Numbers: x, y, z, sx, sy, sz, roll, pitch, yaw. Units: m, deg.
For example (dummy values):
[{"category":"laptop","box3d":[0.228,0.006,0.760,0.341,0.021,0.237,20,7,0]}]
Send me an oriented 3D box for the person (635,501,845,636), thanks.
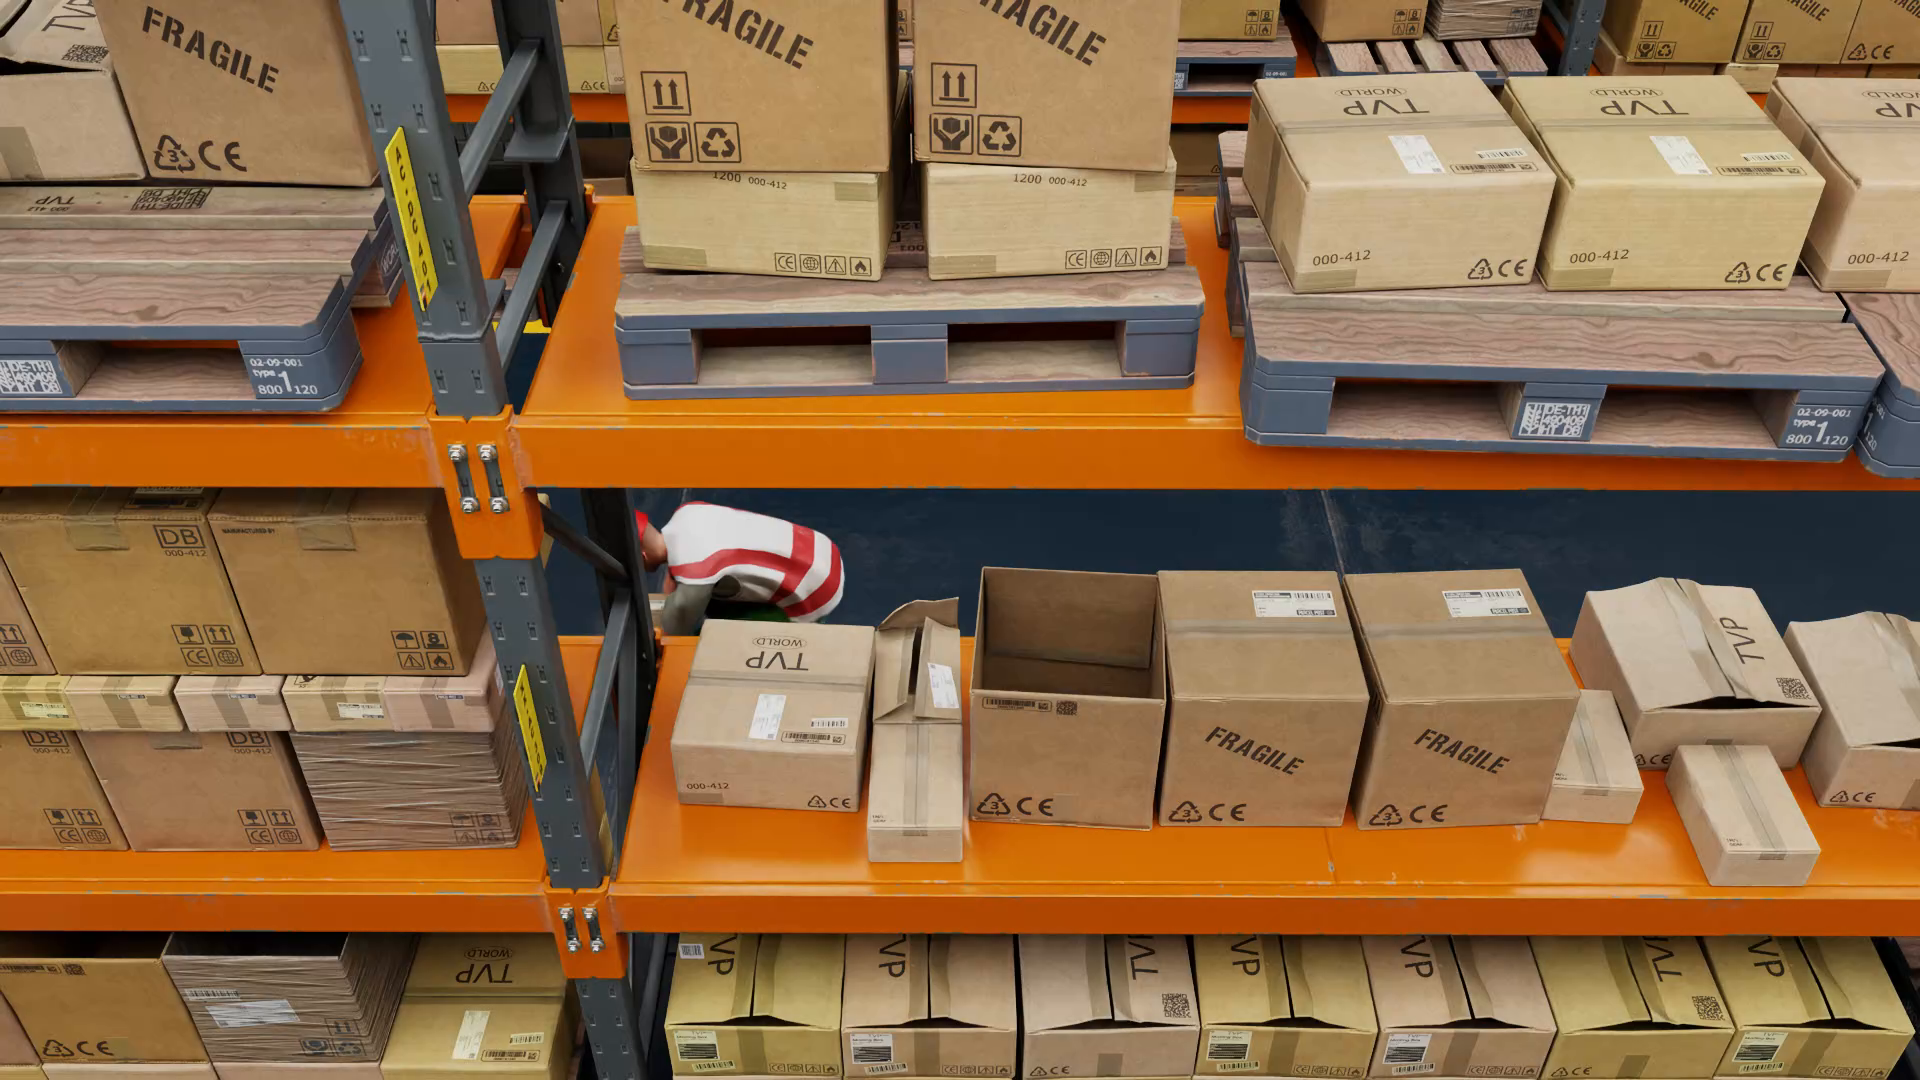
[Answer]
[{"category":"person","box3d":[-0.900,0.255,6.458,0.912,0.991,0.533,-1,39,-1]}]
